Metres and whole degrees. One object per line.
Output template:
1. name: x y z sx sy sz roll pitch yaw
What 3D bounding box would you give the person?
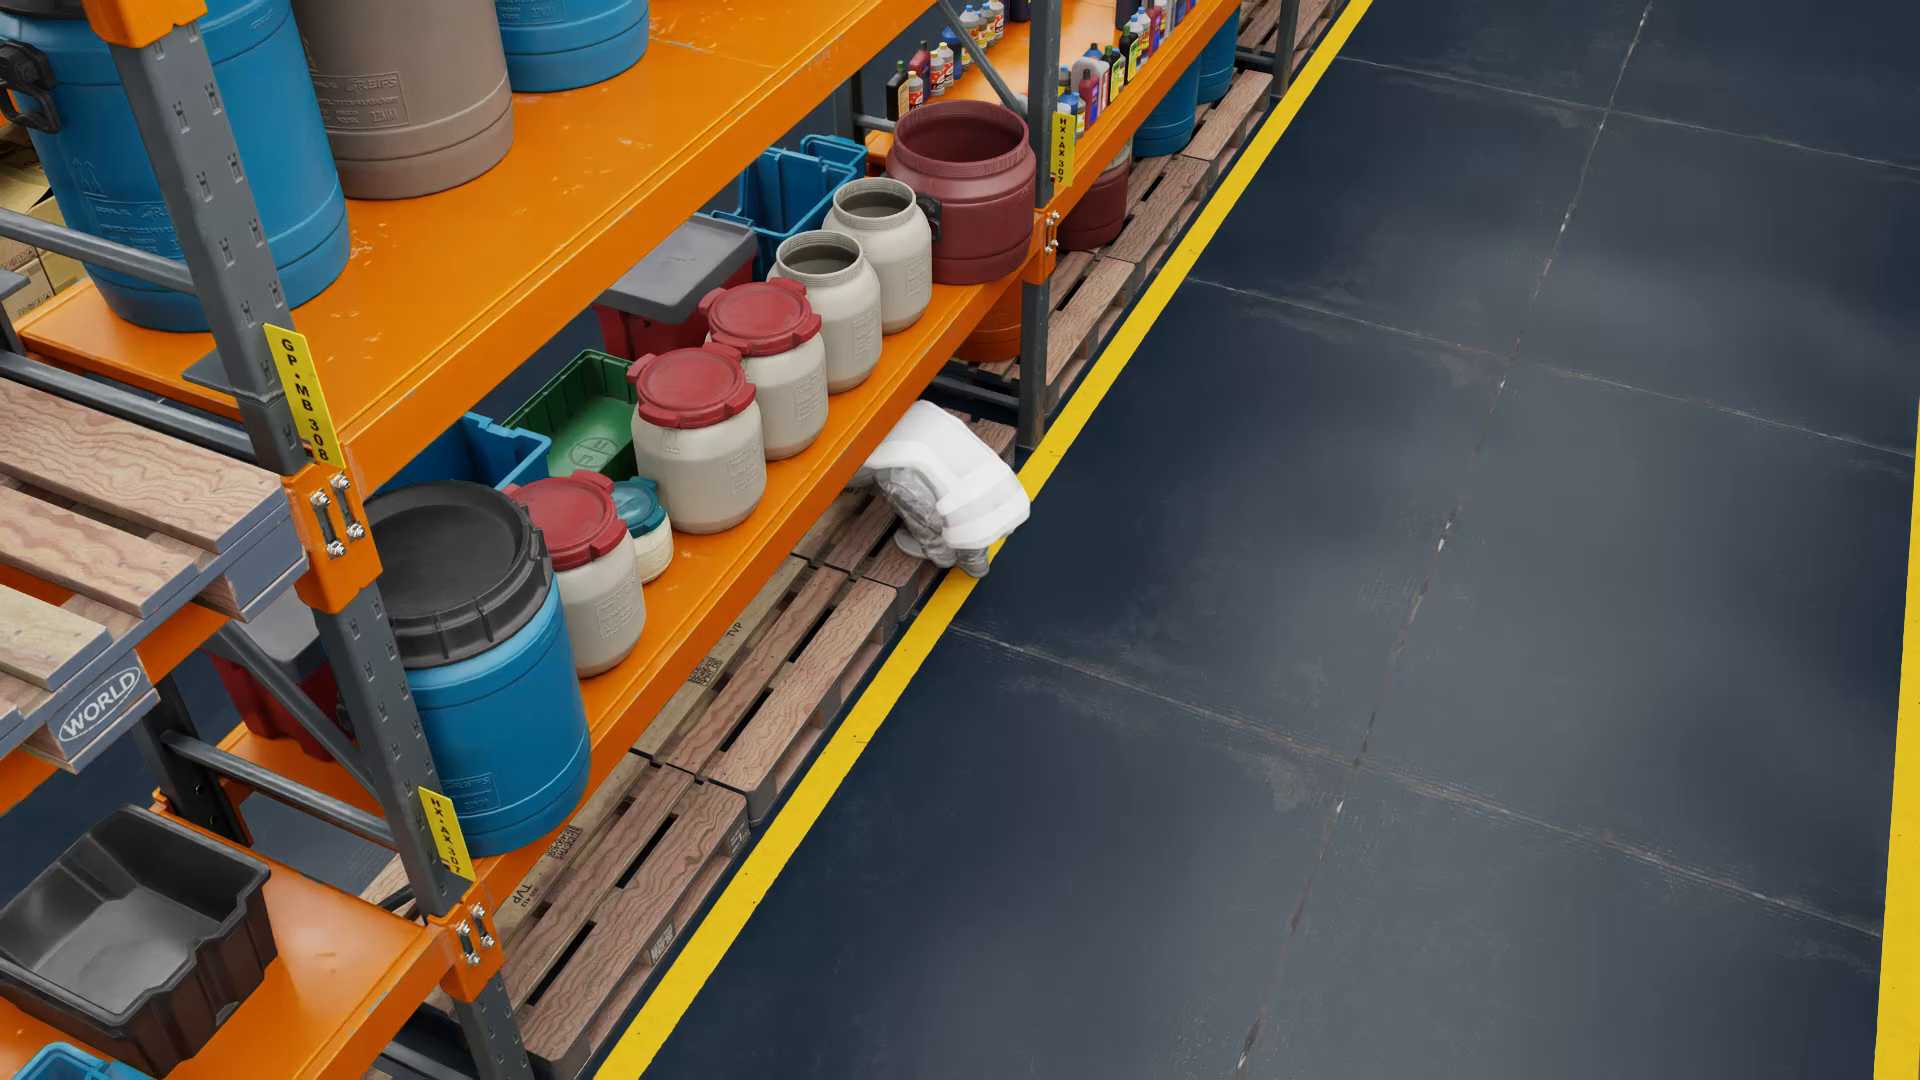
1. person: -0.261 -0.252 7.146 1.199 0.837 0.543 30 50 29
